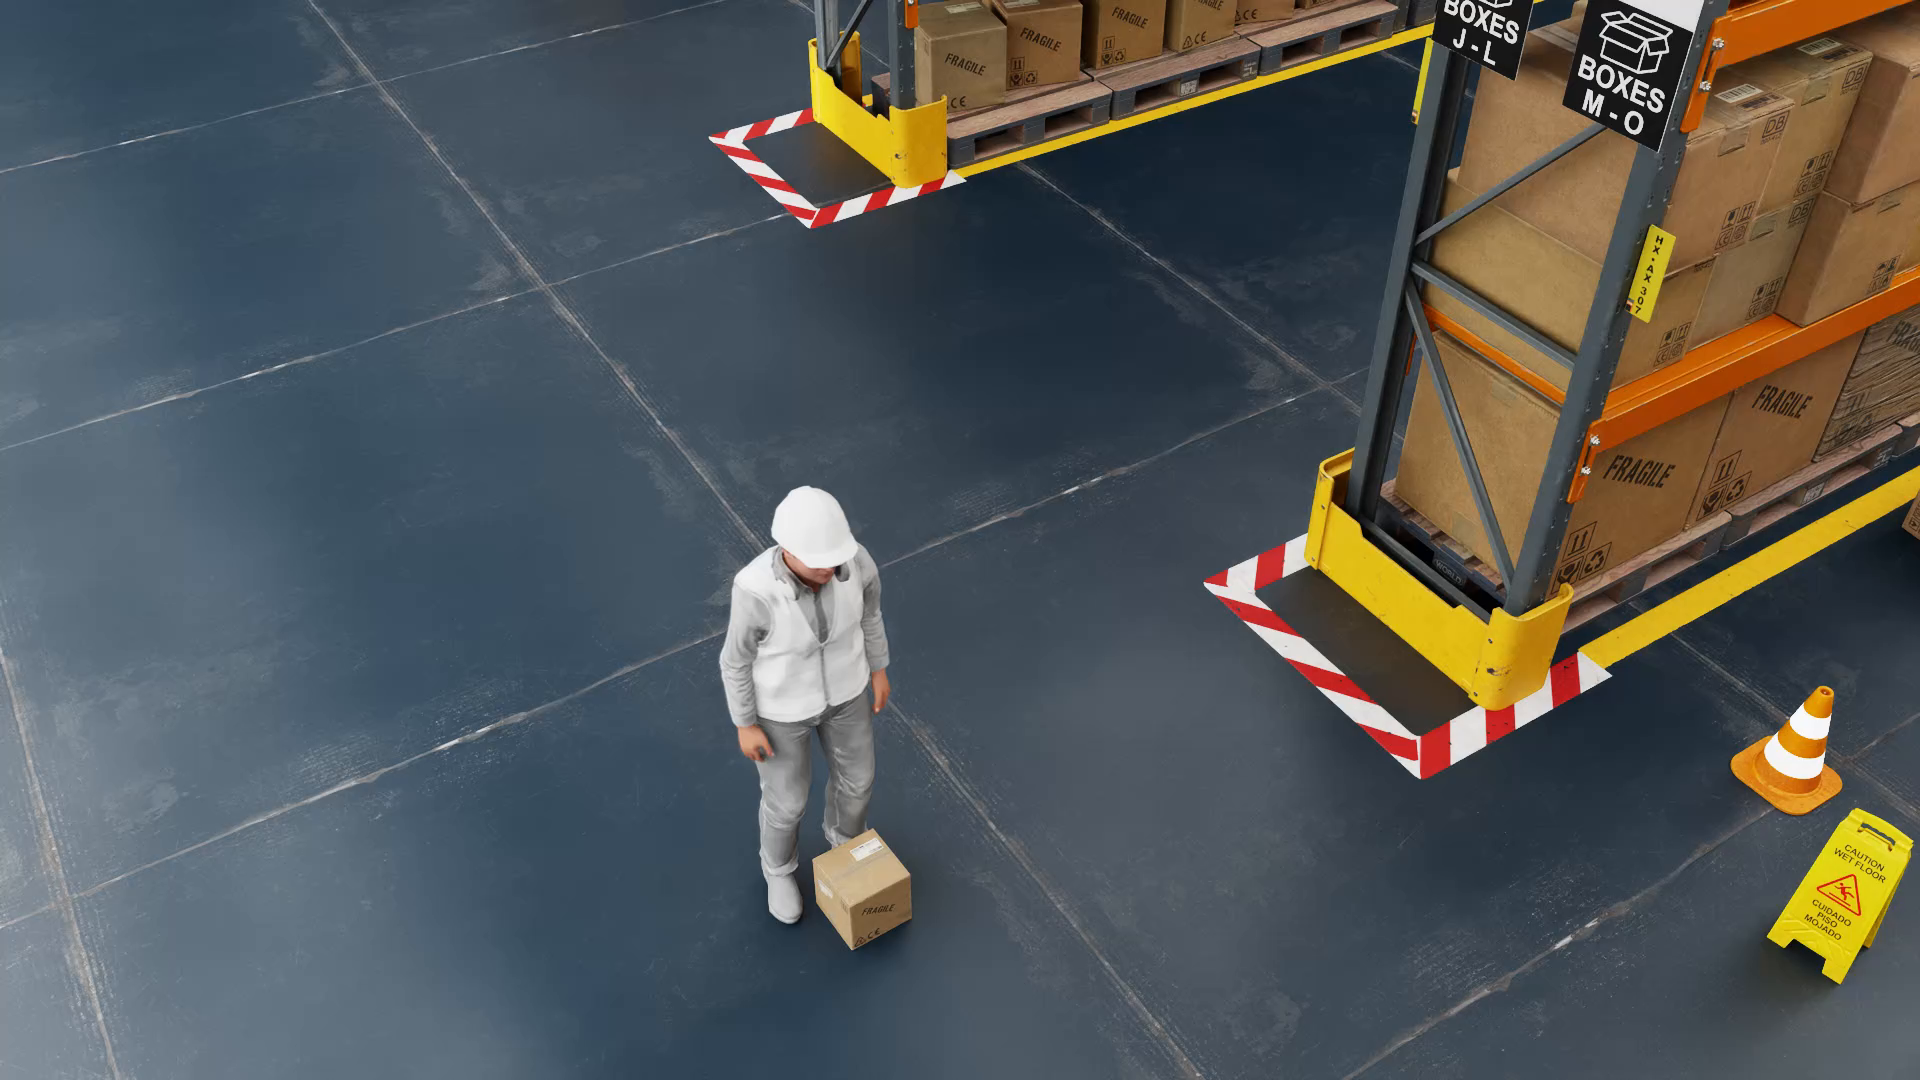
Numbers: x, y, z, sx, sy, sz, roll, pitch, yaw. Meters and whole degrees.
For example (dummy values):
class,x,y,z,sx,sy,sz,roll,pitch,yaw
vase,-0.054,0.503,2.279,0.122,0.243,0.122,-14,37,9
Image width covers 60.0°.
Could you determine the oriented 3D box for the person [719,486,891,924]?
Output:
class,x,y,z,sx,sy,sz,roll,pitch,yaw
person,-0.494,0.516,5.533,0.580,1.771,0.464,-22,45,-24
